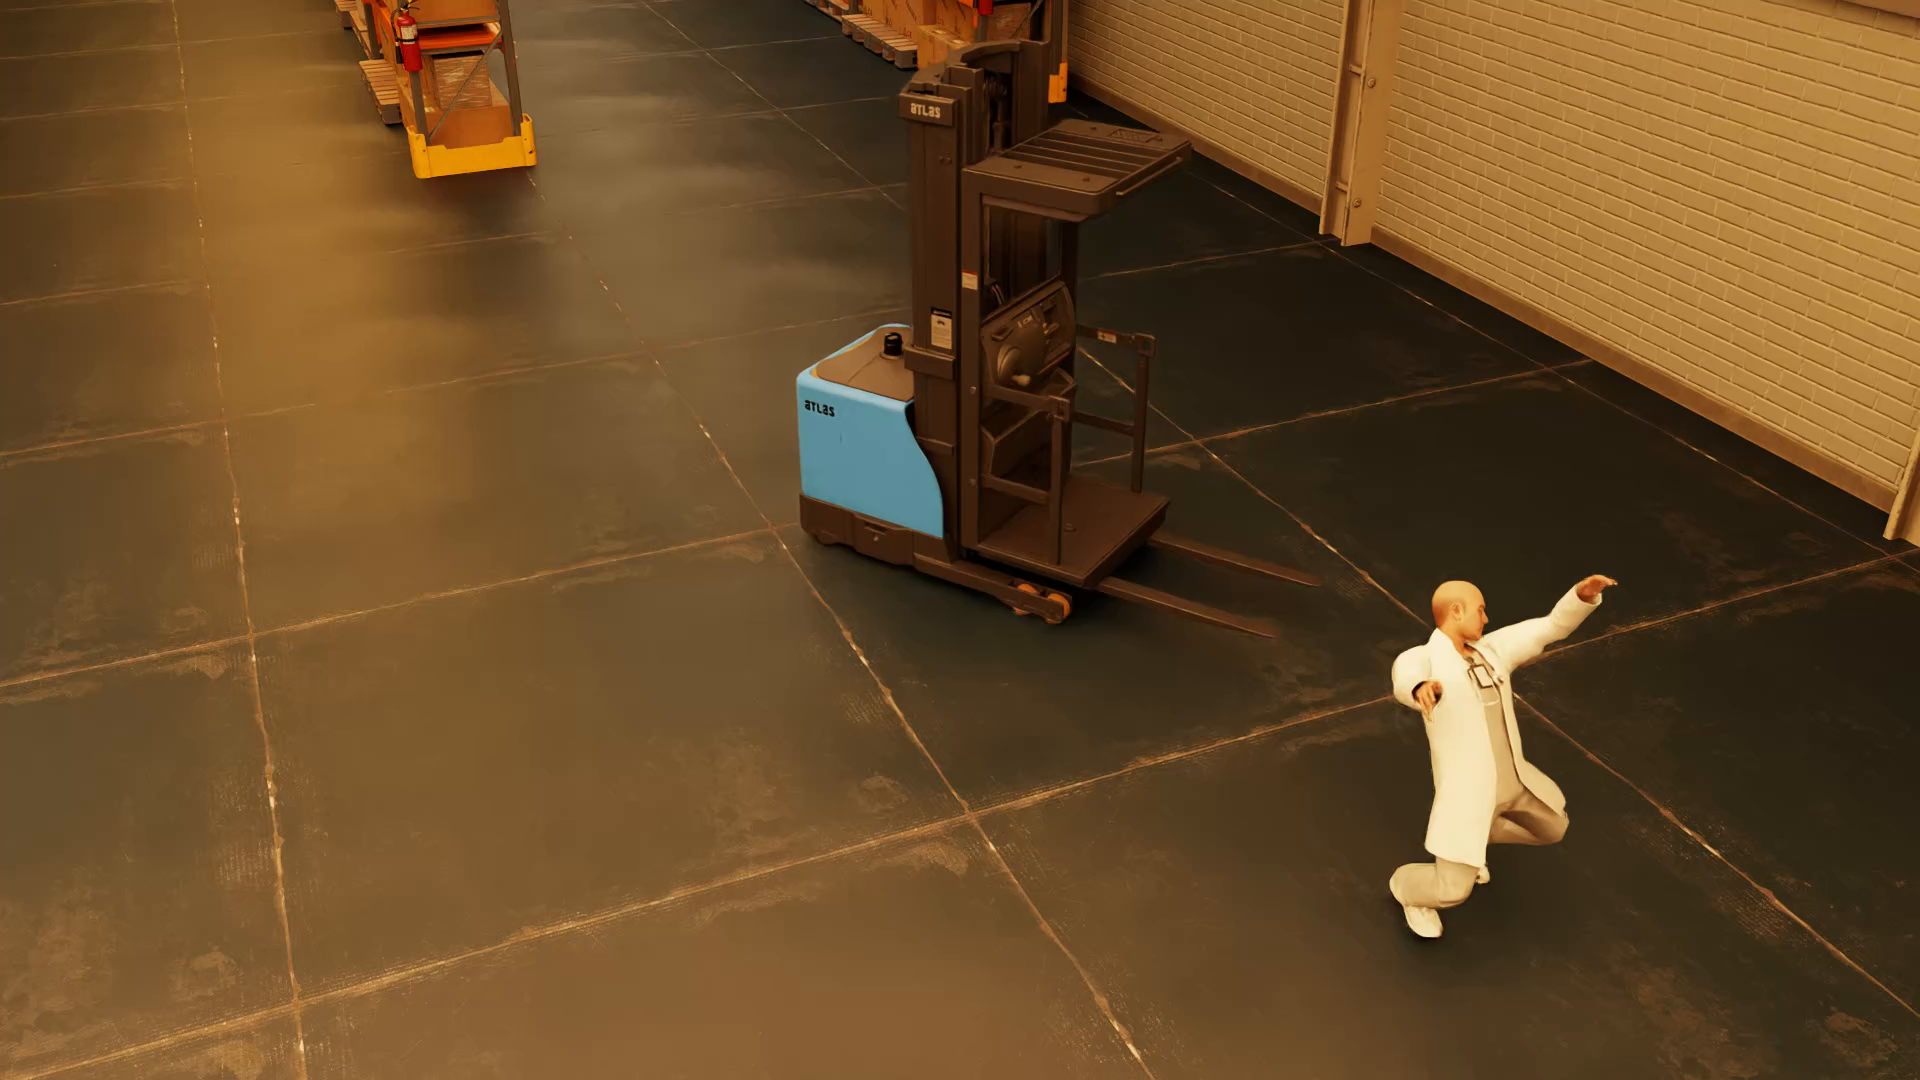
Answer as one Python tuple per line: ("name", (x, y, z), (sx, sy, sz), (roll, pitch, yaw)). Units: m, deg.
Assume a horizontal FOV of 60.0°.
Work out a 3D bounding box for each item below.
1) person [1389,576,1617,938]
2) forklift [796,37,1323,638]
("person", (2.003, 0.891, 6.799), (1.085, 1.696, 0.724), (-19, 35, -30))
("forklift", (0.554, -1.106, 9.055), (3.031, 2.935, 1.130), (17, 34, 27))
